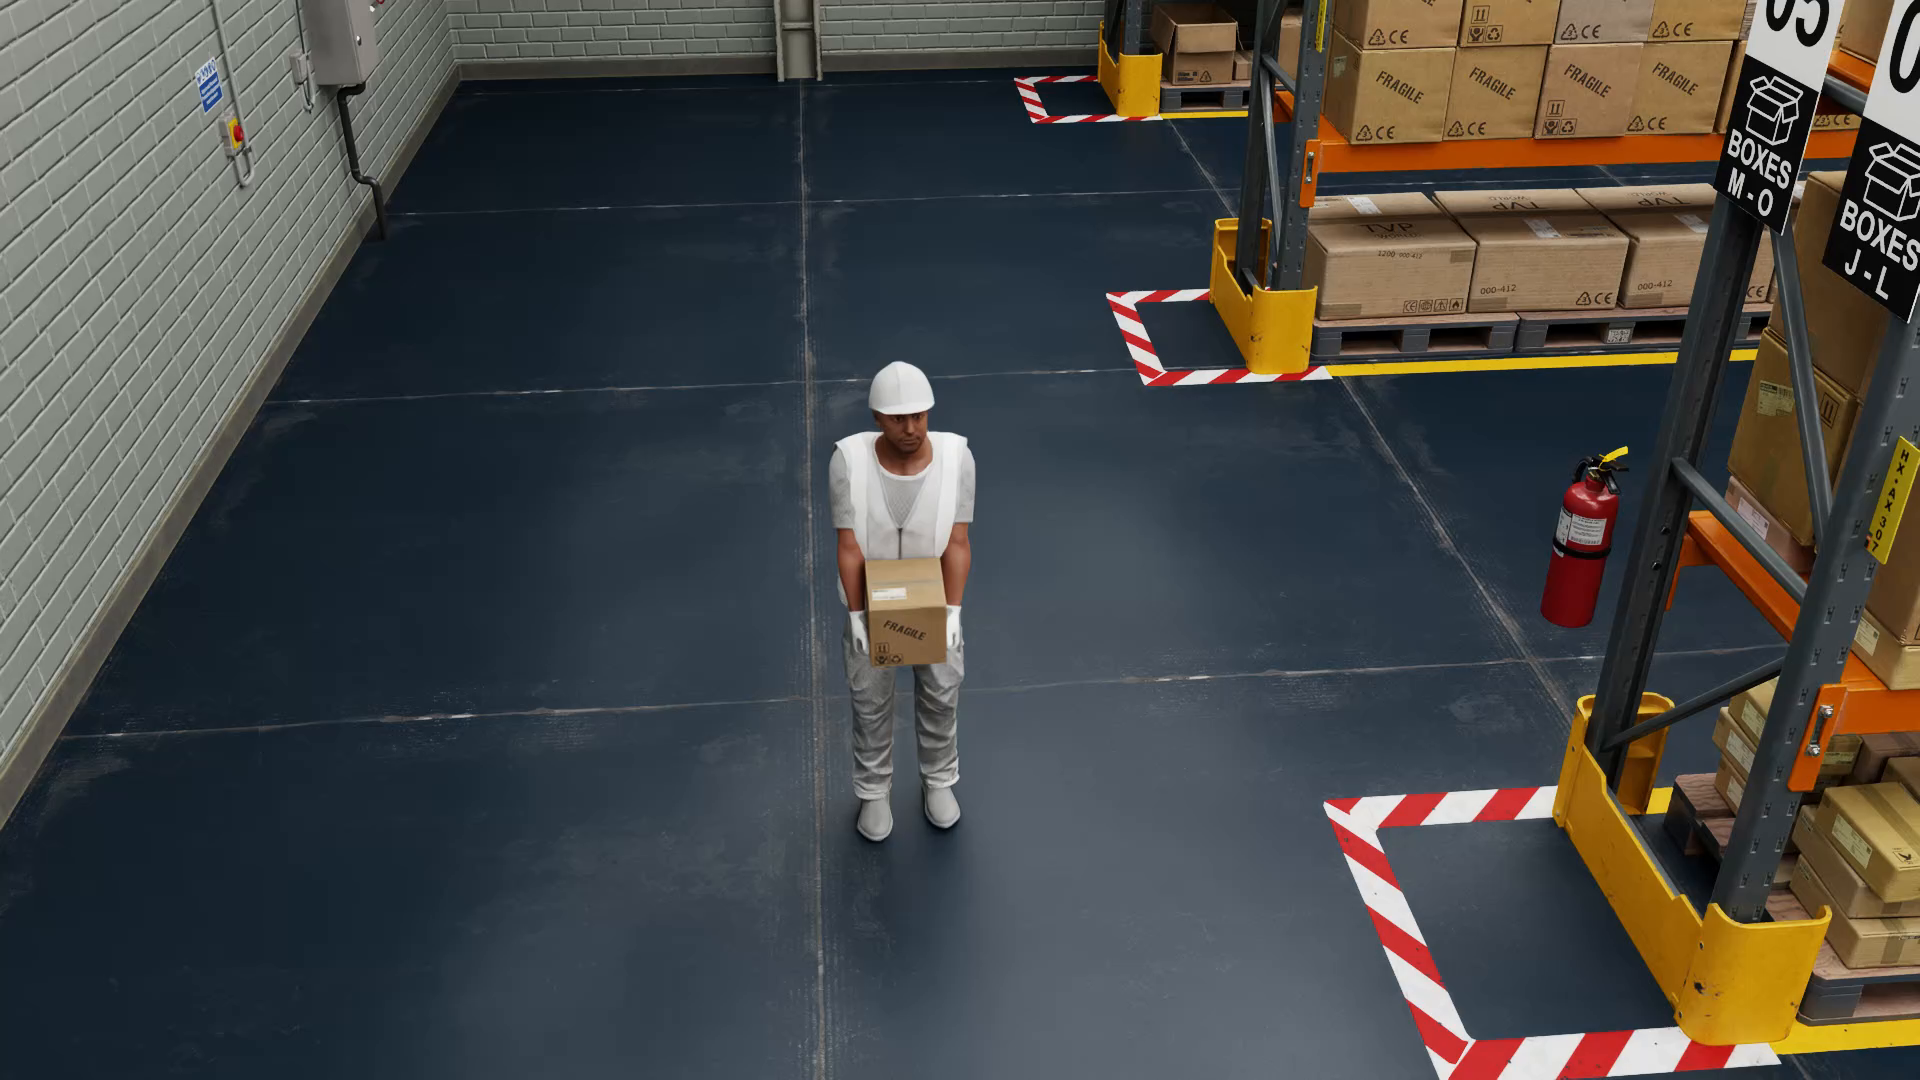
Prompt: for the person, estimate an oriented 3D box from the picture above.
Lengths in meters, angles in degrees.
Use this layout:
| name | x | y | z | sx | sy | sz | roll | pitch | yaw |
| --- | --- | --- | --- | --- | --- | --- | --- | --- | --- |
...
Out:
| name | x | y | z | sx | sy | sz | roll | pitch | yaw |
| --- | --- | --- | --- | --- | --- | --- | --- | --- | --- |
| person | -0.182 | 0.259 | 5.678 | 0.490 | 1.782 | 0.578 | -3 | 31 | -5 |
